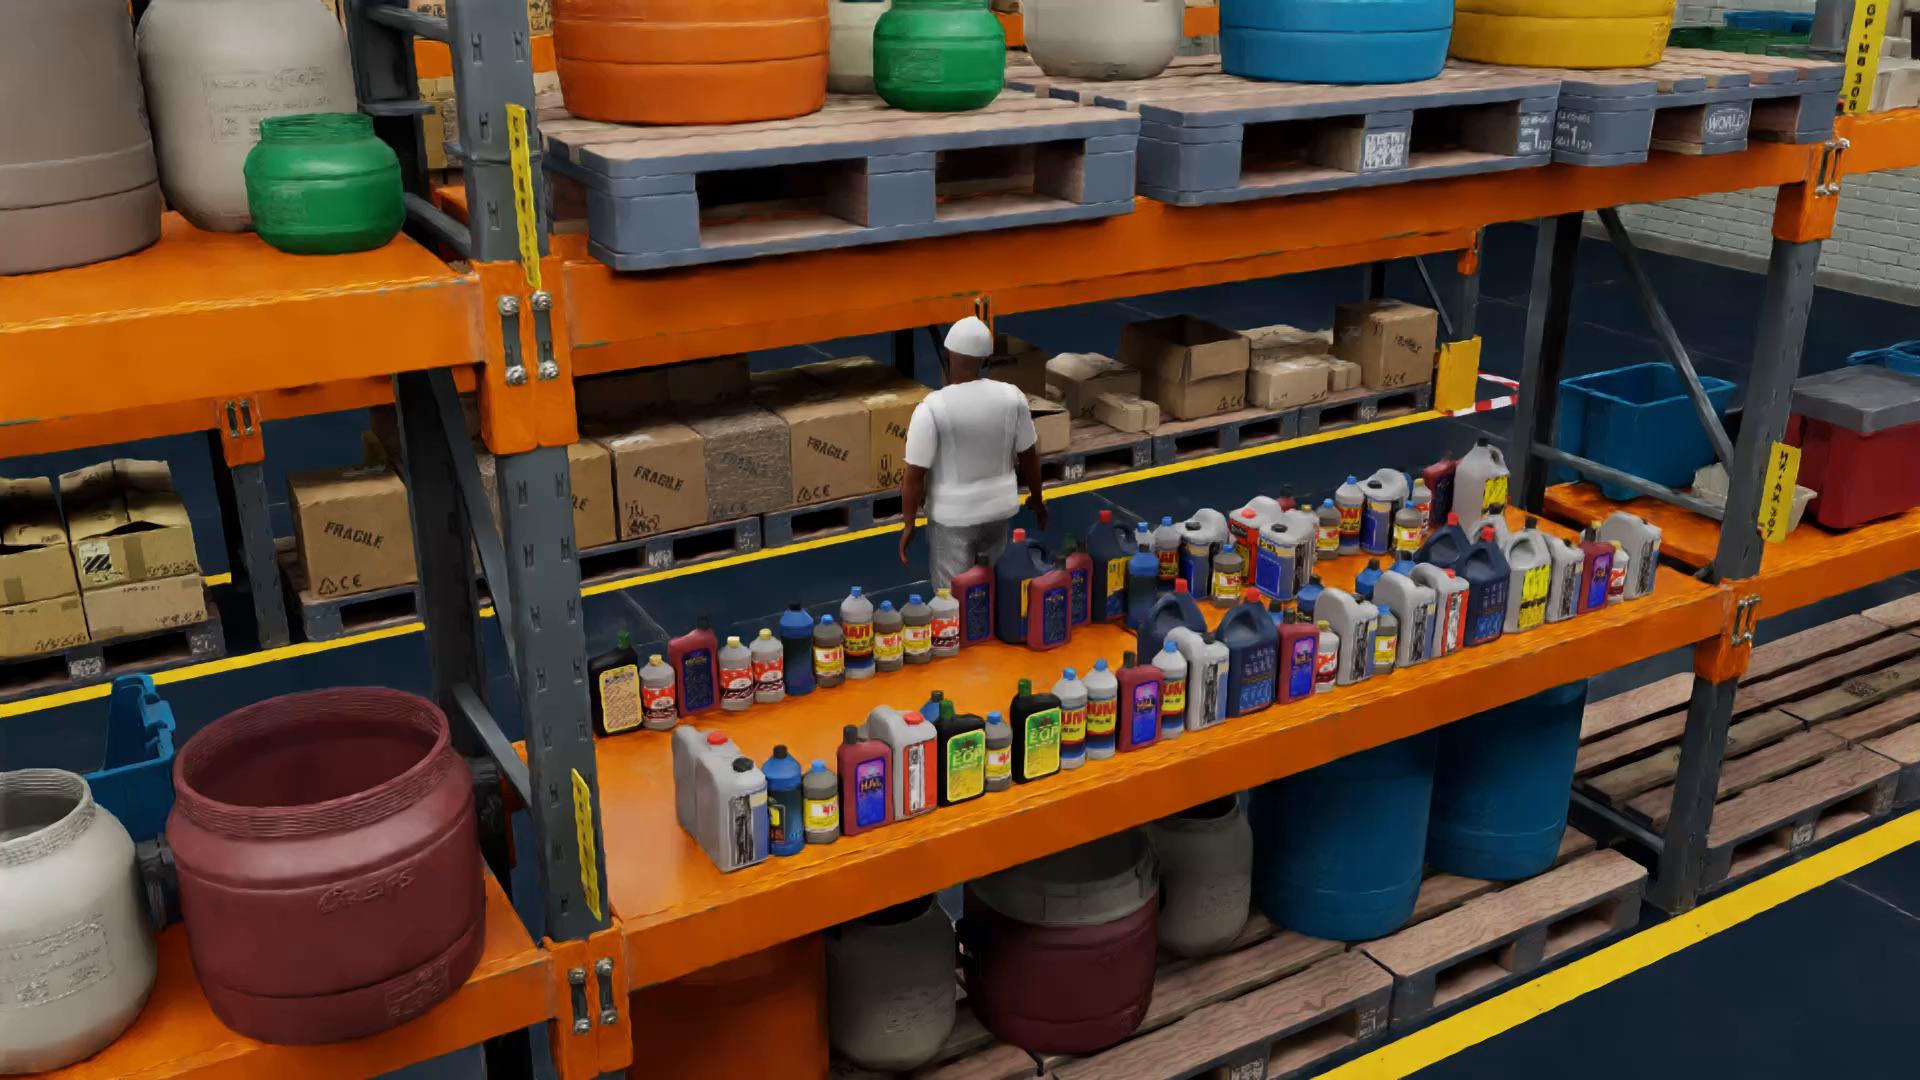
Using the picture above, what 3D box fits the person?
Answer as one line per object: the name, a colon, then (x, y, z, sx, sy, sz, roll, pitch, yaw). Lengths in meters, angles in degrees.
person: (0.050, -0.125, 7.339, 0.738, 1.768, 0.582, -10, 24, -24)
